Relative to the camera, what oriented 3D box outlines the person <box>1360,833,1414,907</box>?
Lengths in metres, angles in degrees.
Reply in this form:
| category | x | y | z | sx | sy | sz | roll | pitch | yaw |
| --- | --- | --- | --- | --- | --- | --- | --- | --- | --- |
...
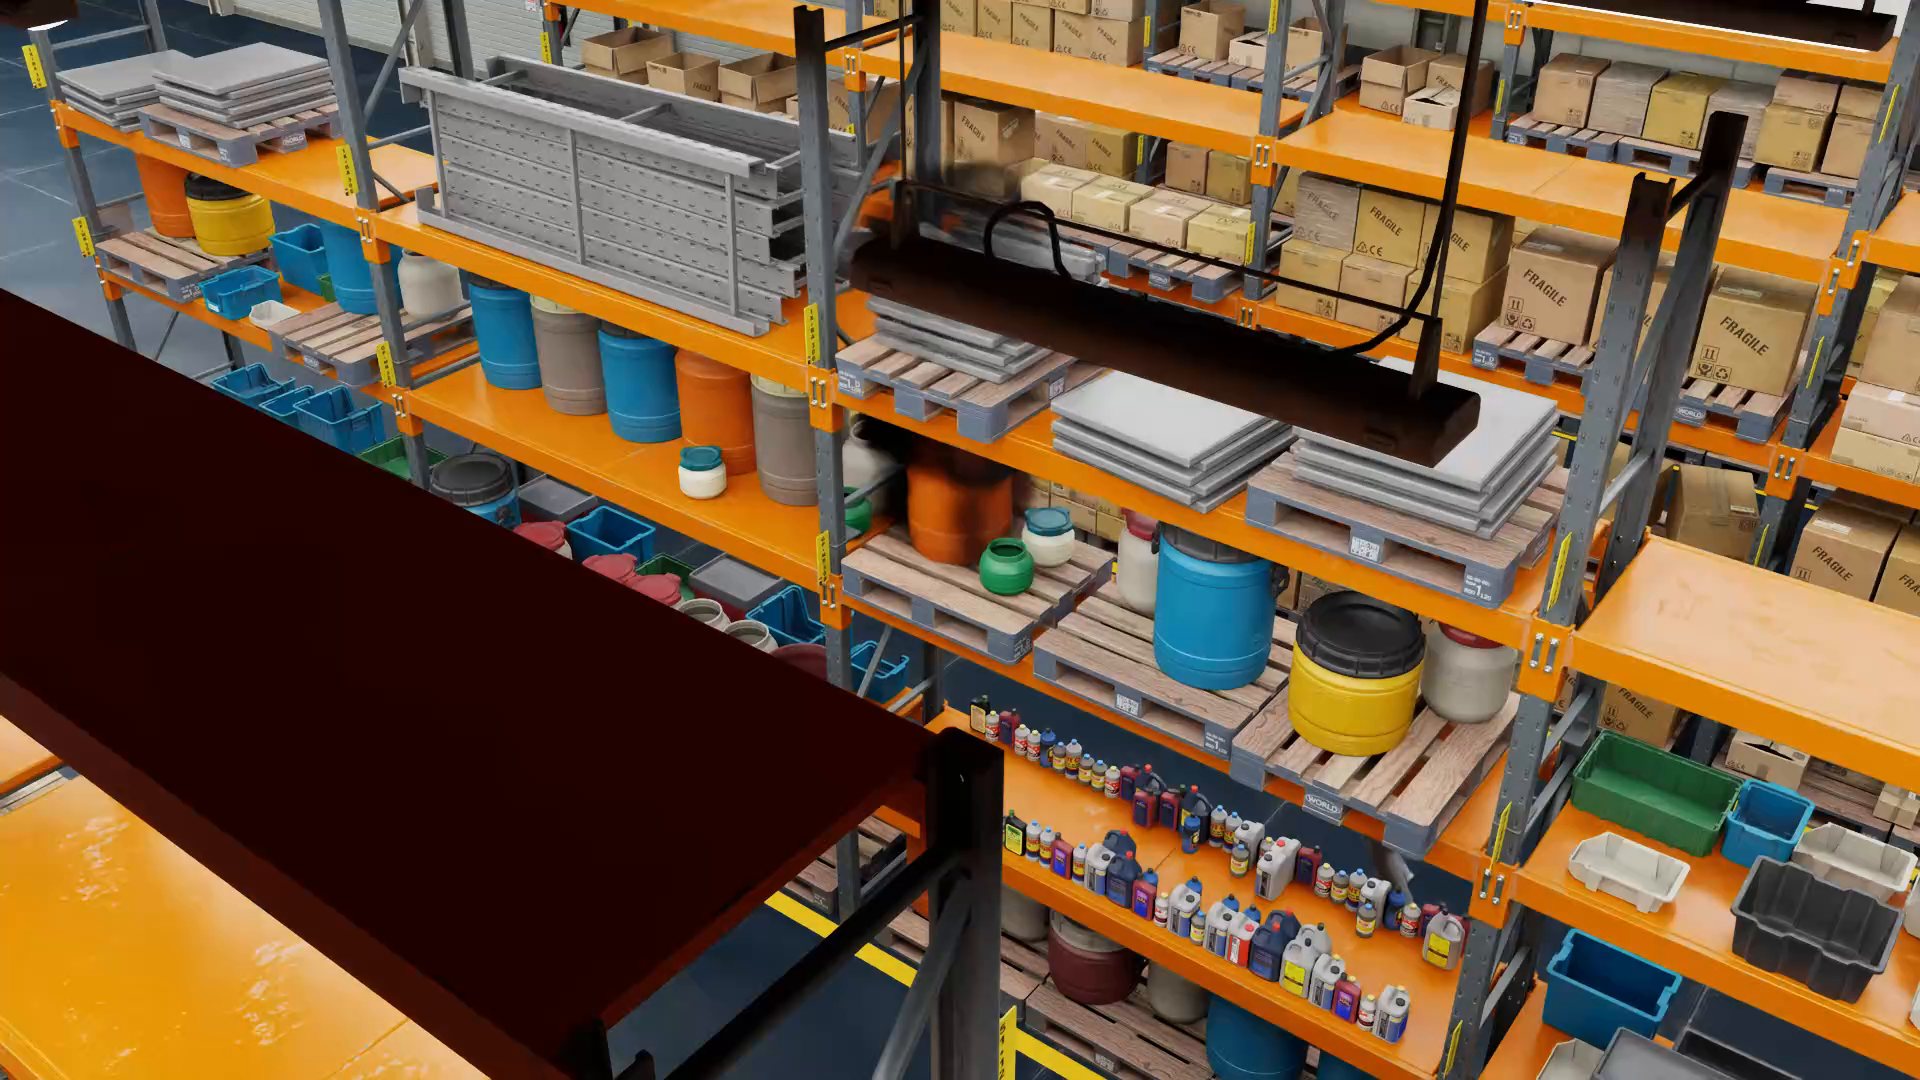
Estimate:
| category | x | y | z | sx | sy | sz | roll | pitch | yaw |
| --- | --- | --- | --- | --- | --- | --- | --- | --- | --- |
| person | 2.711 | 1.633 | 10.493 | 0.595 | 1.686 | 0.571 | 22 | 38 | 32 |
